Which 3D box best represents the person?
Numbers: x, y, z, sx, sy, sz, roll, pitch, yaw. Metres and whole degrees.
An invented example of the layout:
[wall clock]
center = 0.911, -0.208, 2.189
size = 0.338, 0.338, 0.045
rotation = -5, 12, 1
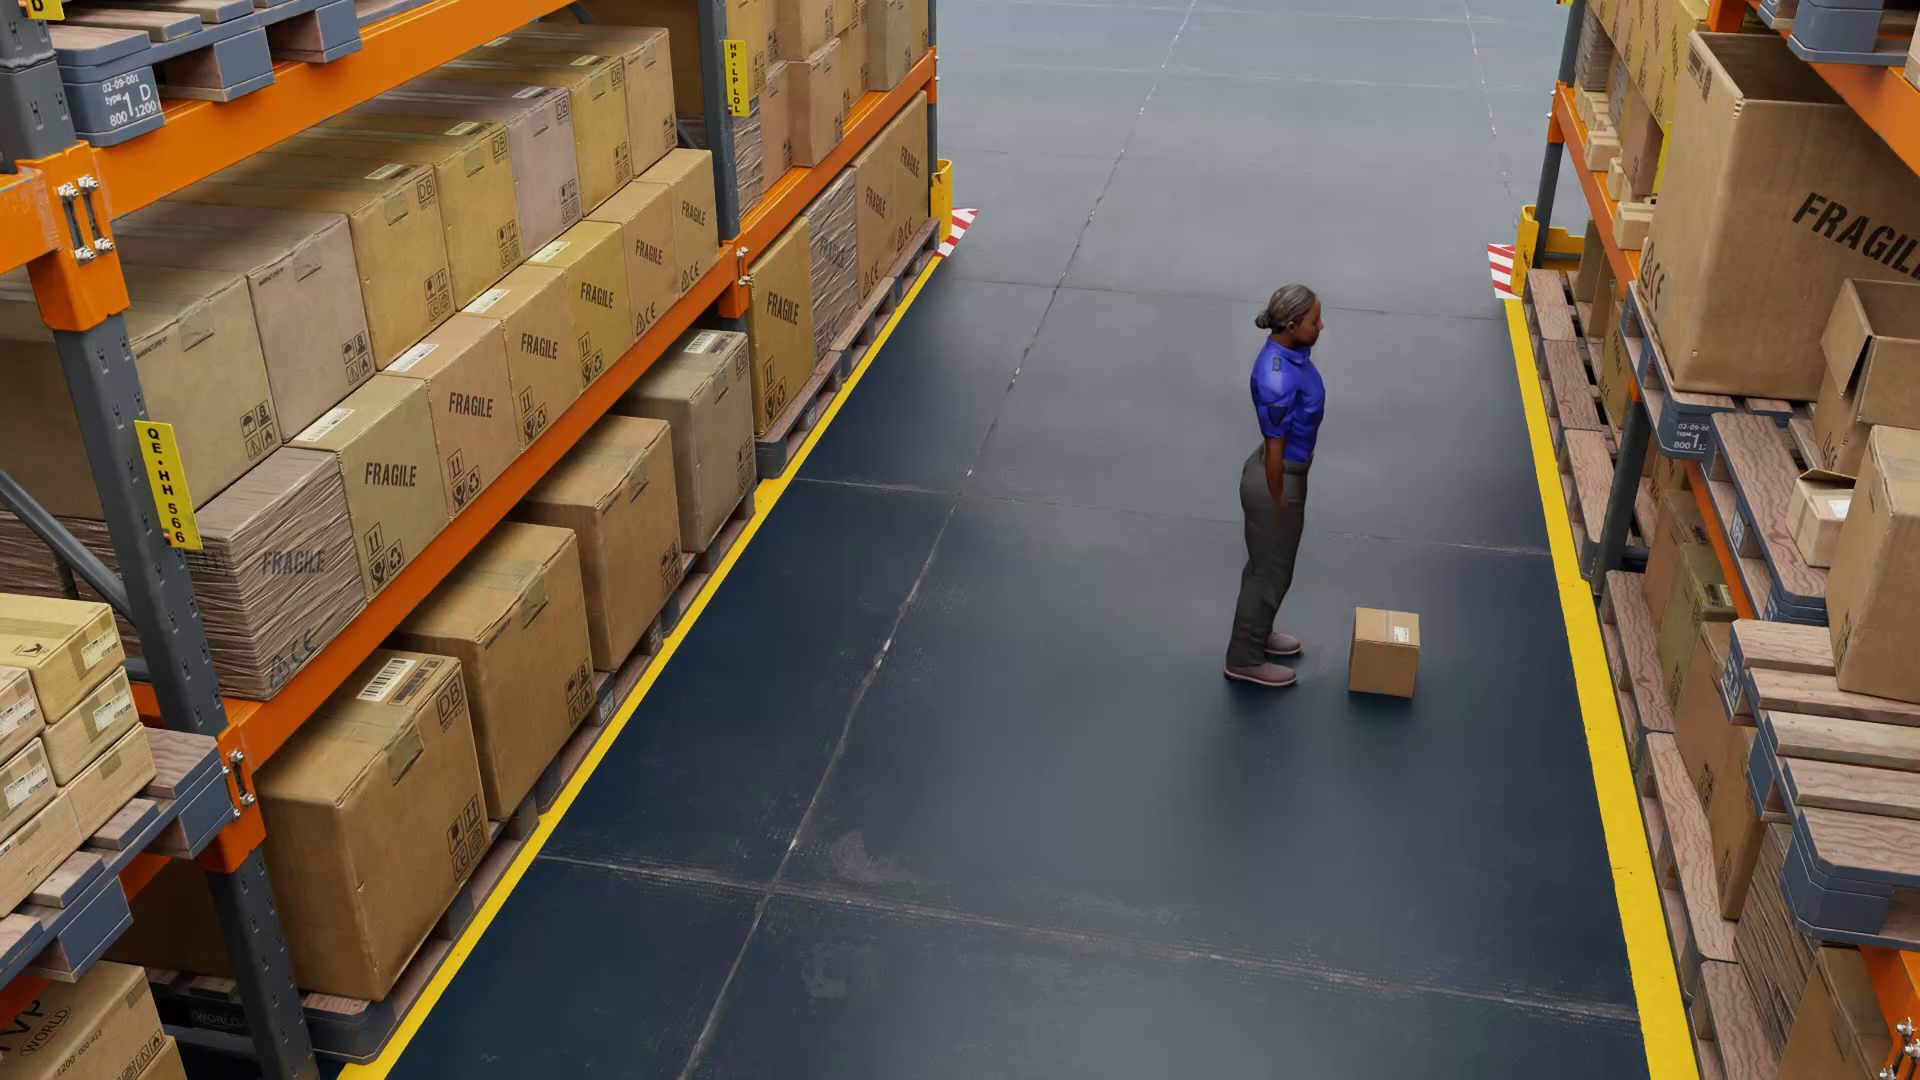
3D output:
[person]
center = 1.254, -0.216, 6.522
size = 0.312, 1.659, 0.436
rotation = 7, 30, 12
